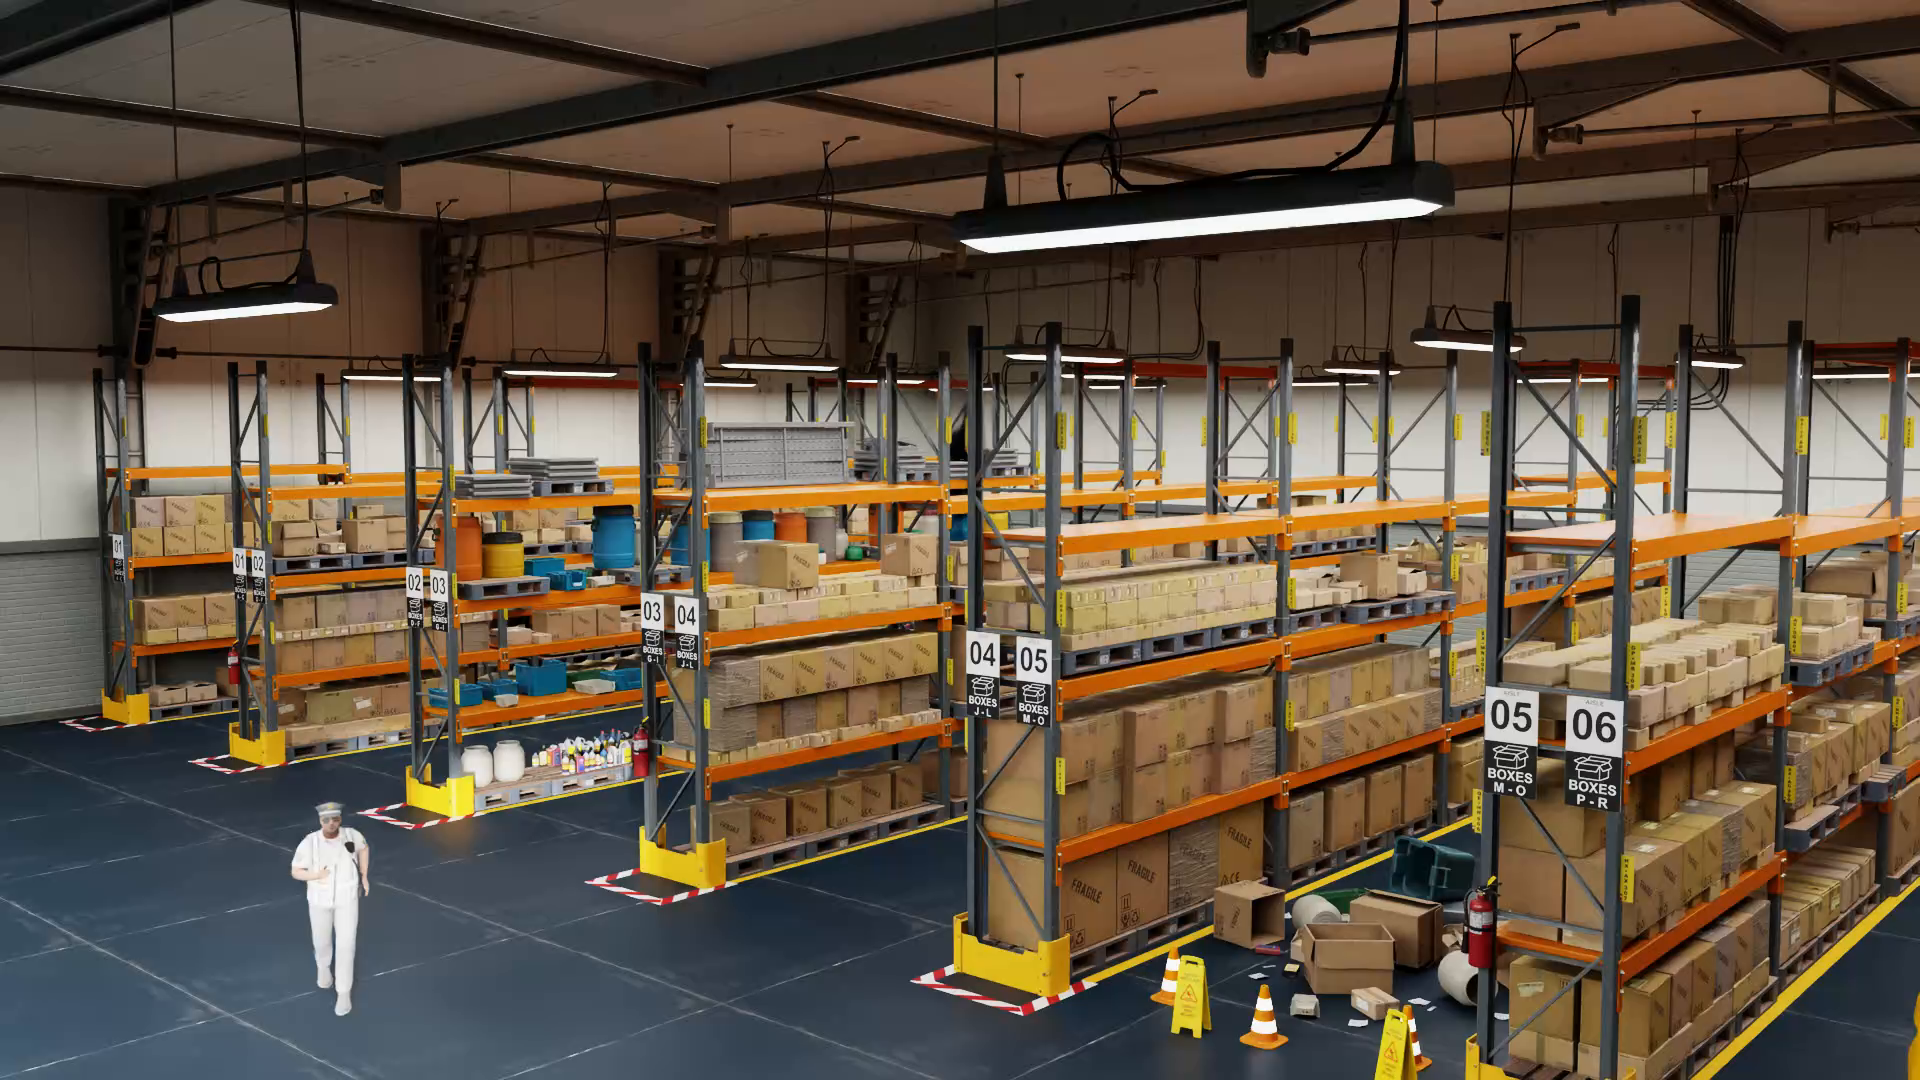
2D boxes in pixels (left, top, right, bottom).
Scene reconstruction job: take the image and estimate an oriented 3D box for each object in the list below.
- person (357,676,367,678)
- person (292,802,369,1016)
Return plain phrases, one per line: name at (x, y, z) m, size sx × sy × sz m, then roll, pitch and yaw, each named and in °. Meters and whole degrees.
person at (-10.069, 2.249, 28.002) m, size 0.543 × 1.697 × 0.899 m, roll 3°, pitch 5°, yaw 33°
person at (-5.548, 3.176, 14.693) m, size 0.650 × 1.795 × 0.959 m, roll -2°, pitch 5°, yaw -23°
